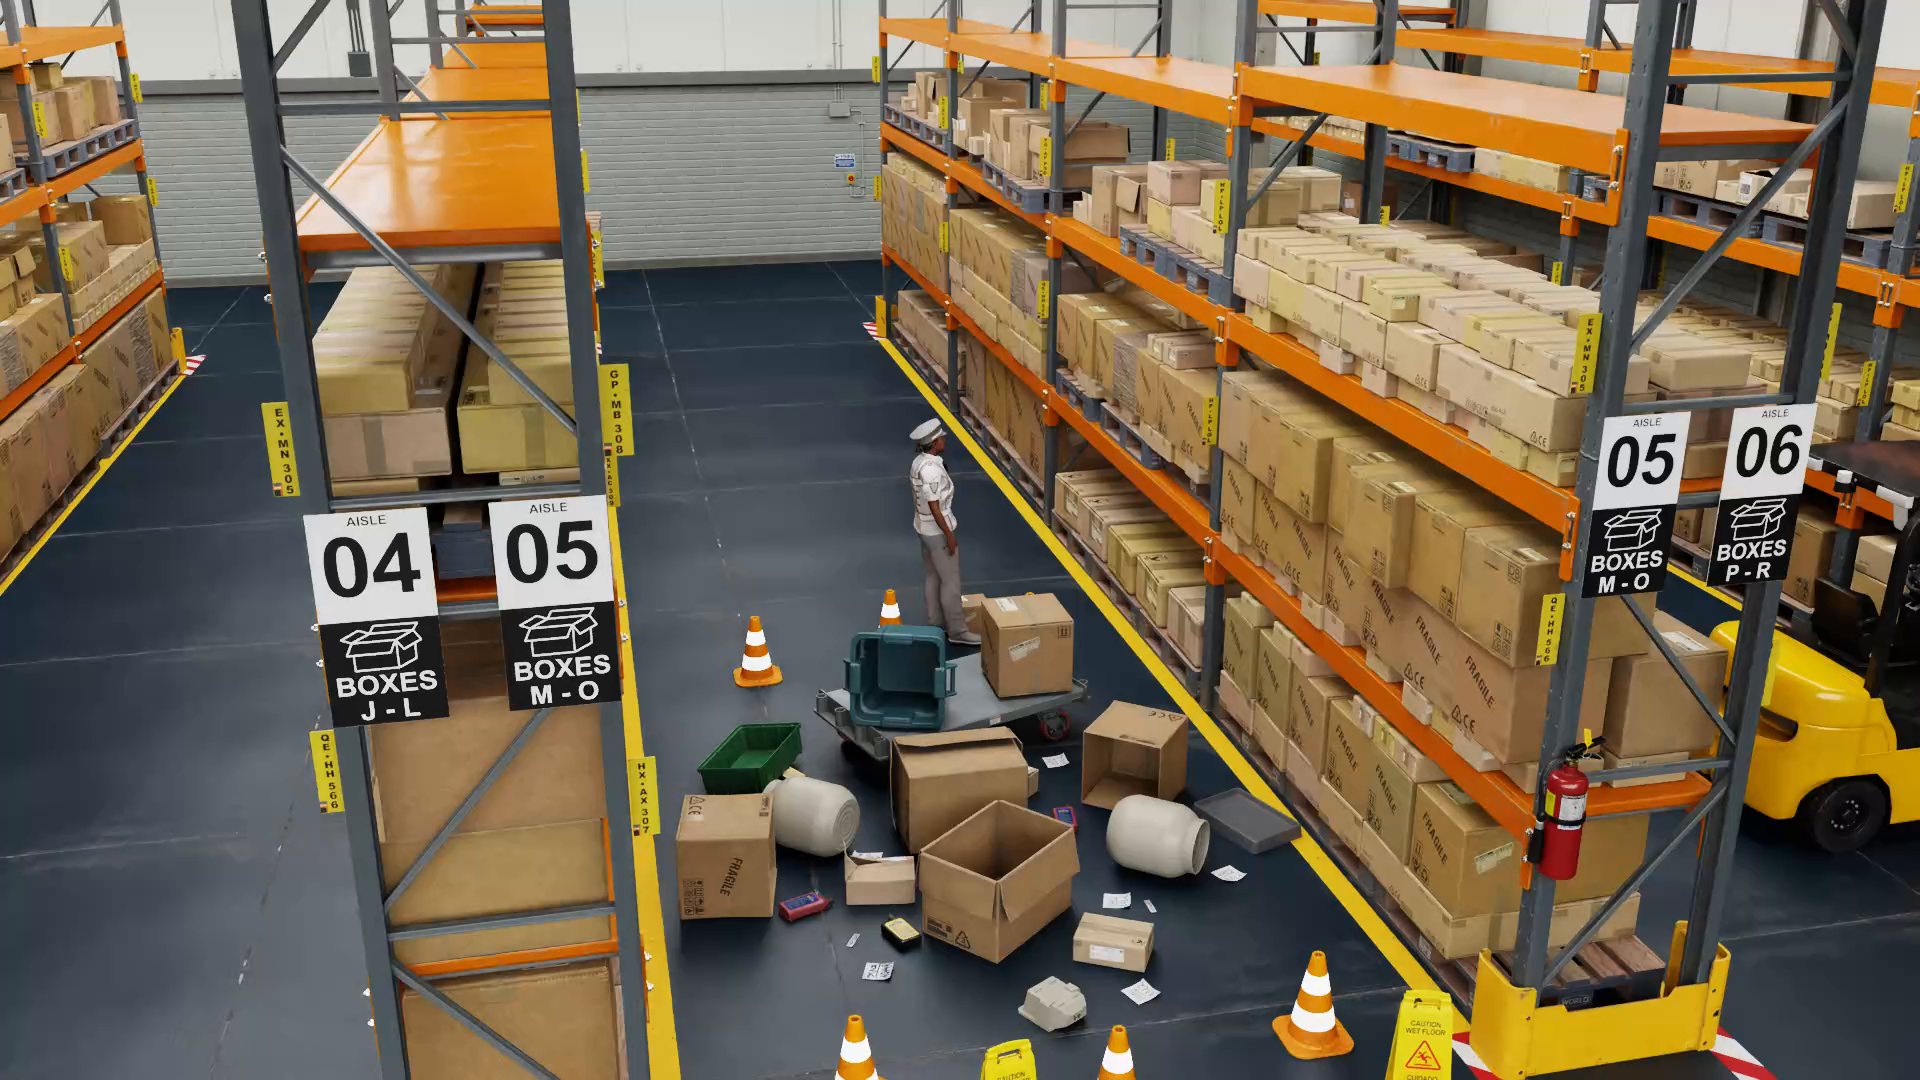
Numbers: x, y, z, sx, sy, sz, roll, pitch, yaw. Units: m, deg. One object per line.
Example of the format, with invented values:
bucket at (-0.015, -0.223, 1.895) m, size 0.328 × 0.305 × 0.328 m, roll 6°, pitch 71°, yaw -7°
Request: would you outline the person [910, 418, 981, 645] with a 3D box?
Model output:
person at (-0.102, -0.076, 12.484) m, size 0.528 × 1.694 × 0.570 m, roll -5°, pitch 20°, yaw -12°
